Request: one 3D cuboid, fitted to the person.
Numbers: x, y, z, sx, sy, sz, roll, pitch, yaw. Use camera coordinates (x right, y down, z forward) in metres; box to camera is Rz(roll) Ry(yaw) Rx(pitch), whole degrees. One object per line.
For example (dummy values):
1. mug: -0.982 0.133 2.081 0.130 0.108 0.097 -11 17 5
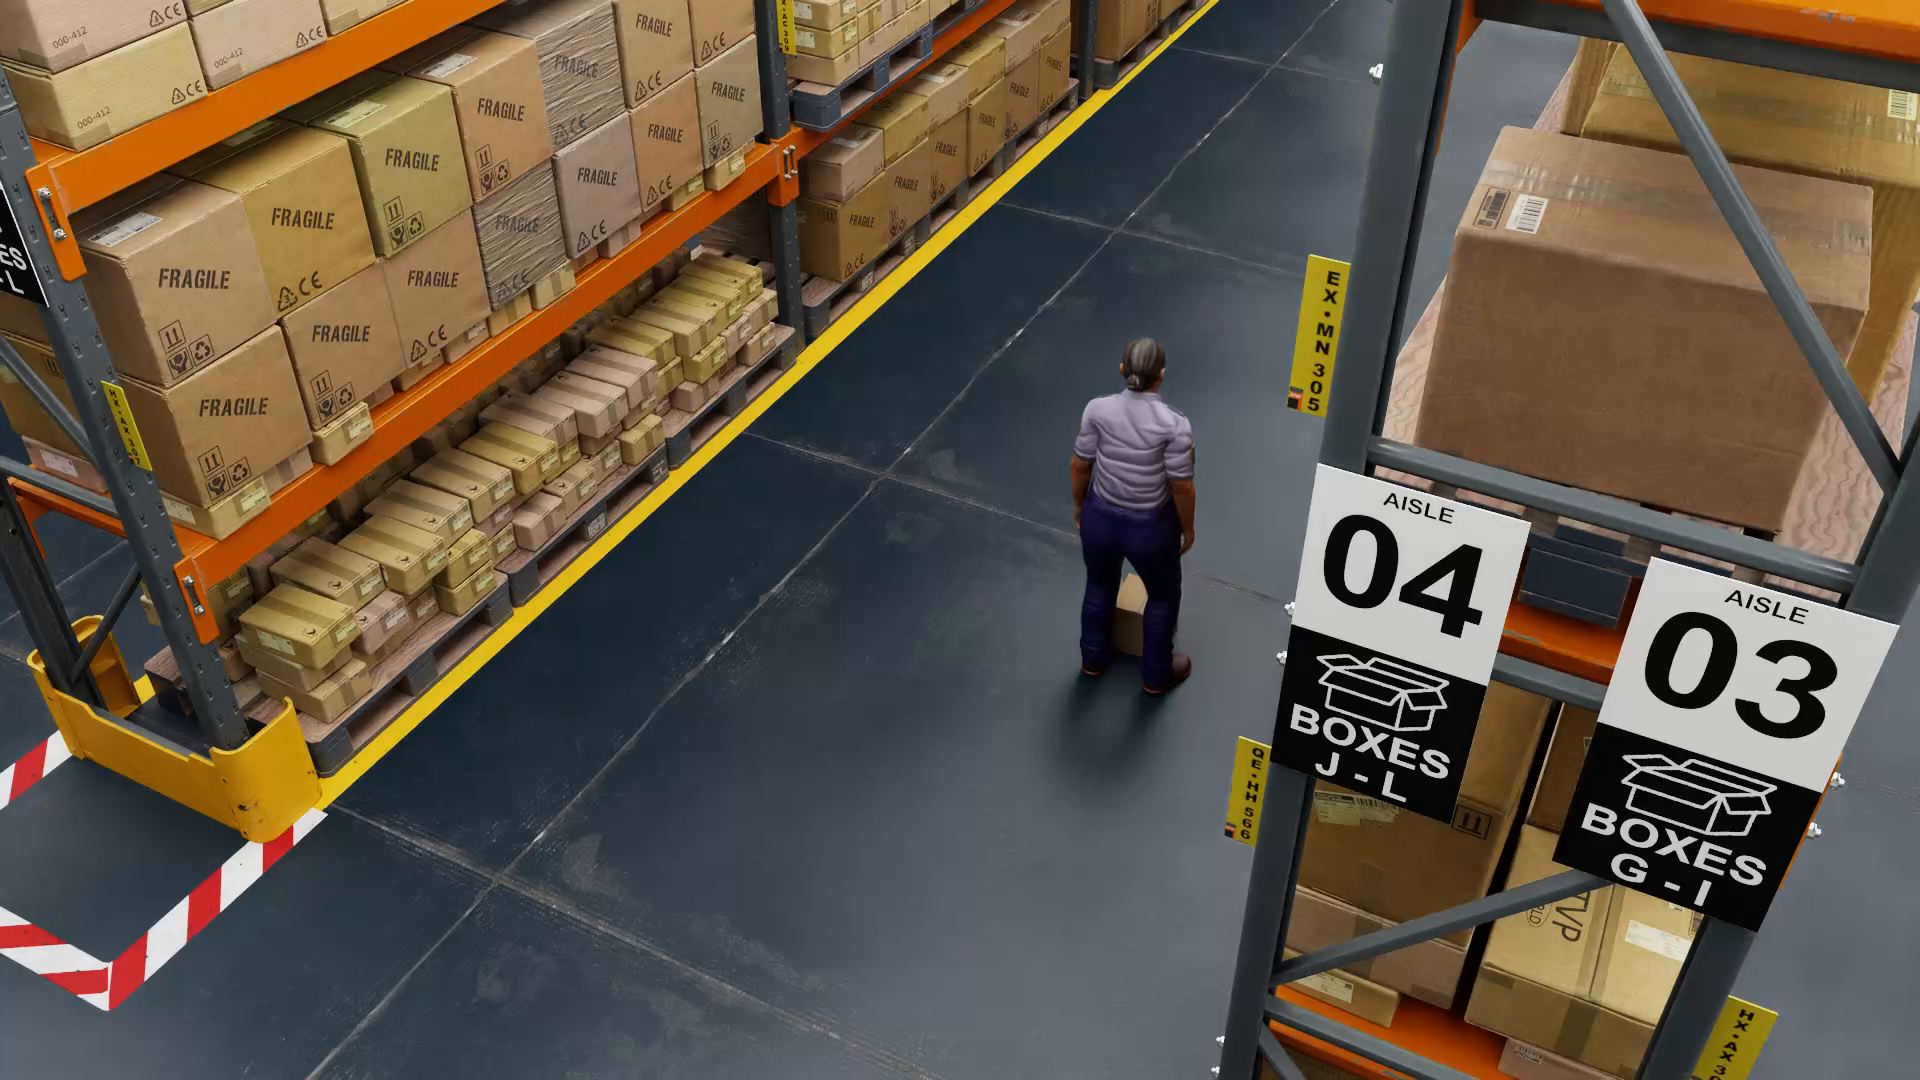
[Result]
1. person: 0.726 -0.072 6.849 0.537 1.647 0.374 18 42 21
